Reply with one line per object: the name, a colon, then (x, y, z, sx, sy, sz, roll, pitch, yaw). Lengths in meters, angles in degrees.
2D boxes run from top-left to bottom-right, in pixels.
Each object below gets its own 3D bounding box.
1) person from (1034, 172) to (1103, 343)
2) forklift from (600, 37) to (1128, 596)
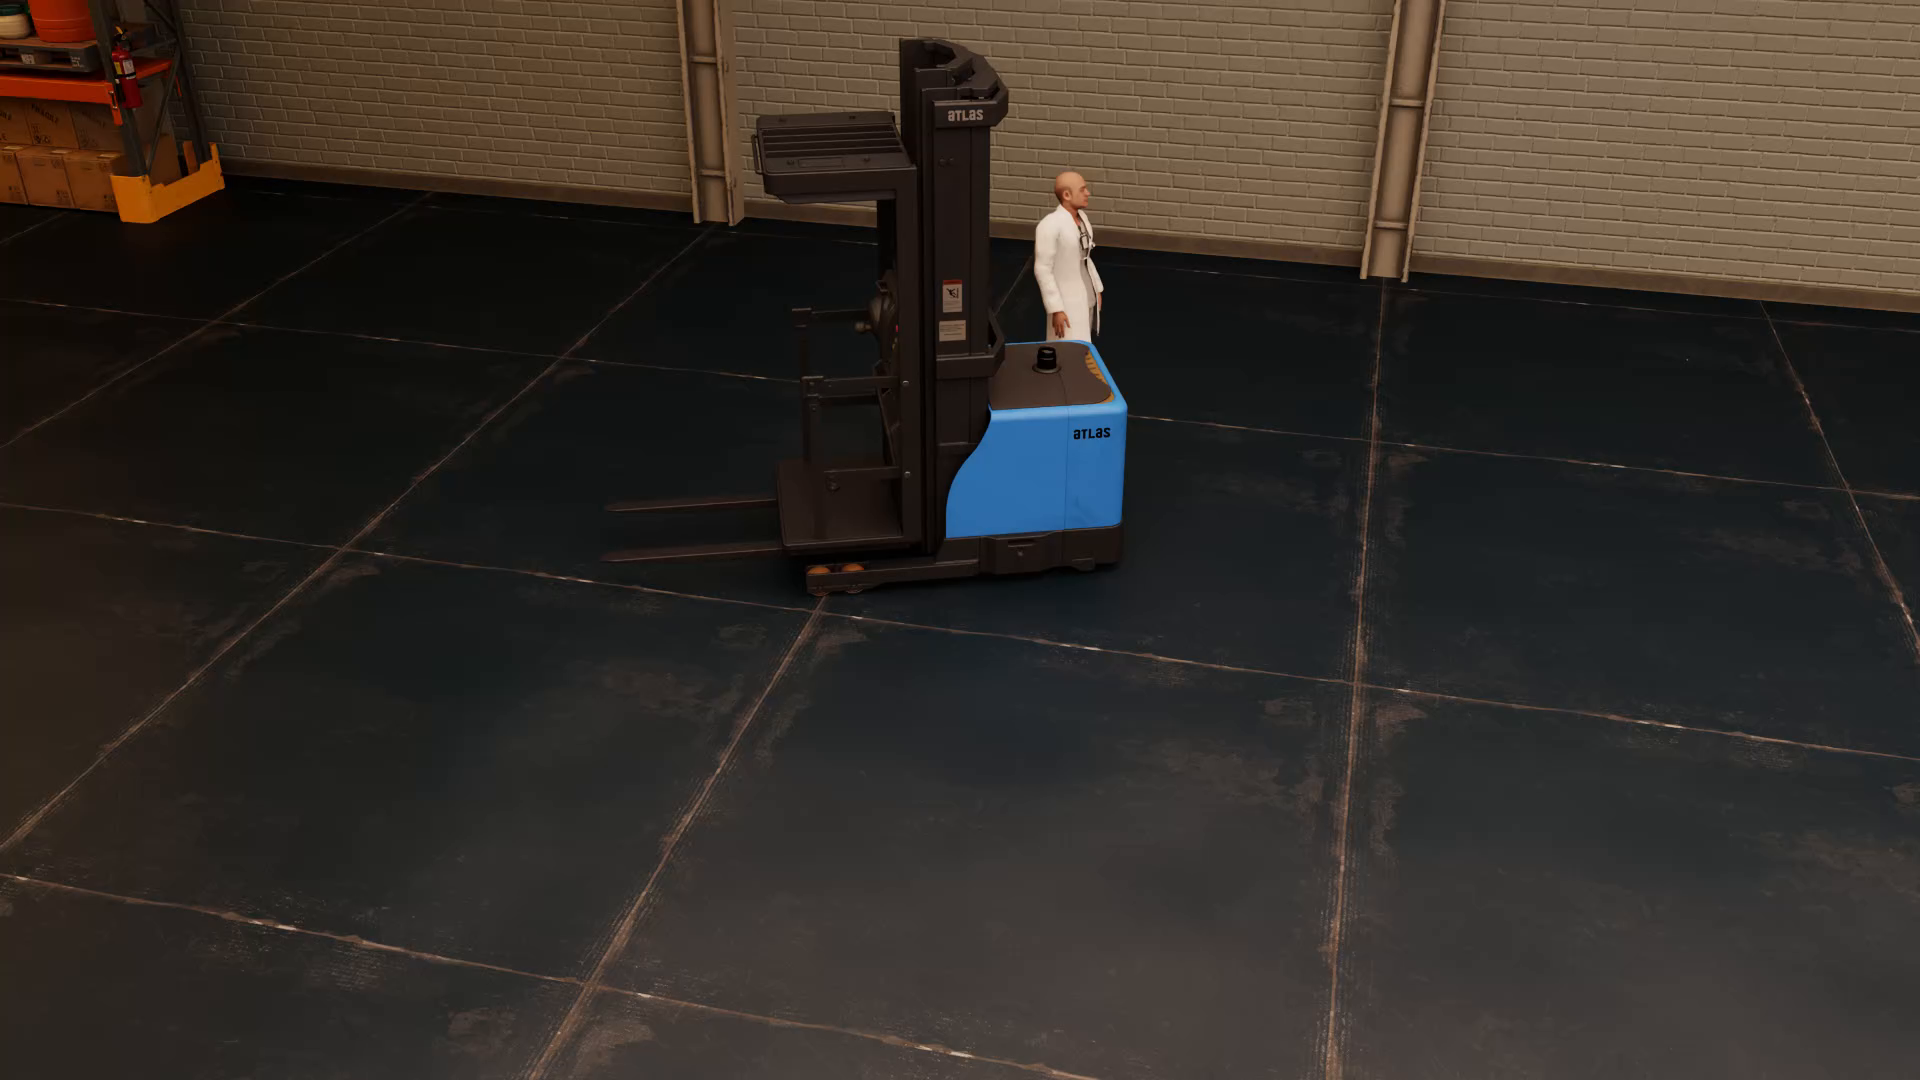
person: (0.827, -1.539, 11.041, 0.581, 1.776, 0.694, 16, 33, 25)
forklift: (-0.602, -1.232, 9.345, 3.031, 2.935, 1.130, -4, 30, -7)
